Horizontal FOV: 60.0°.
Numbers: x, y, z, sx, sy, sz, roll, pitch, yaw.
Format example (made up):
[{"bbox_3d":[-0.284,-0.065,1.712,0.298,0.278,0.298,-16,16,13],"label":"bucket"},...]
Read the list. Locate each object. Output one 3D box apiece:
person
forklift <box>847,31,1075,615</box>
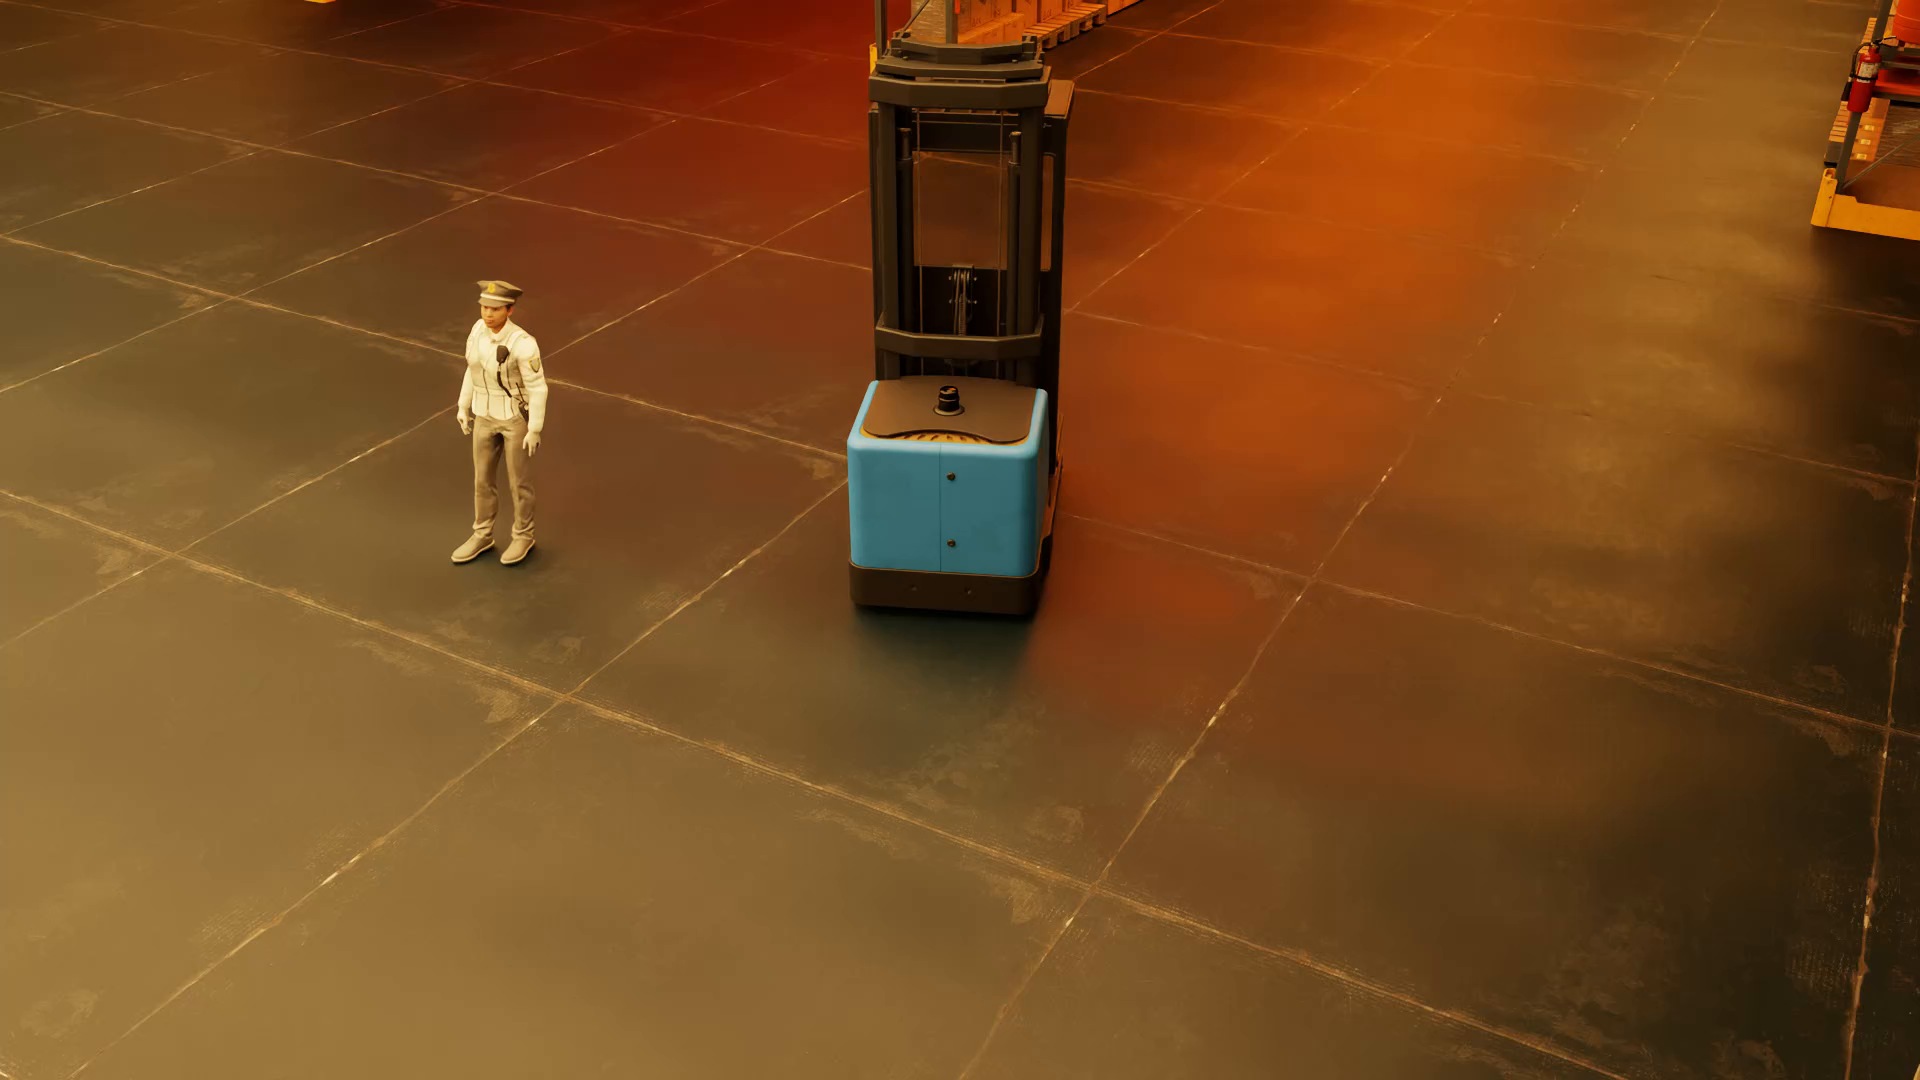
[{"bbox_3d":[-2.631,-0.660,9.437,0.588,1.694,0.531,14,33,23],"label":"person"},{"bbox_3d":[0.072,-1.572,9.794,1.130,2.935,3.031,3,30,6],"label":"forklift"}]
